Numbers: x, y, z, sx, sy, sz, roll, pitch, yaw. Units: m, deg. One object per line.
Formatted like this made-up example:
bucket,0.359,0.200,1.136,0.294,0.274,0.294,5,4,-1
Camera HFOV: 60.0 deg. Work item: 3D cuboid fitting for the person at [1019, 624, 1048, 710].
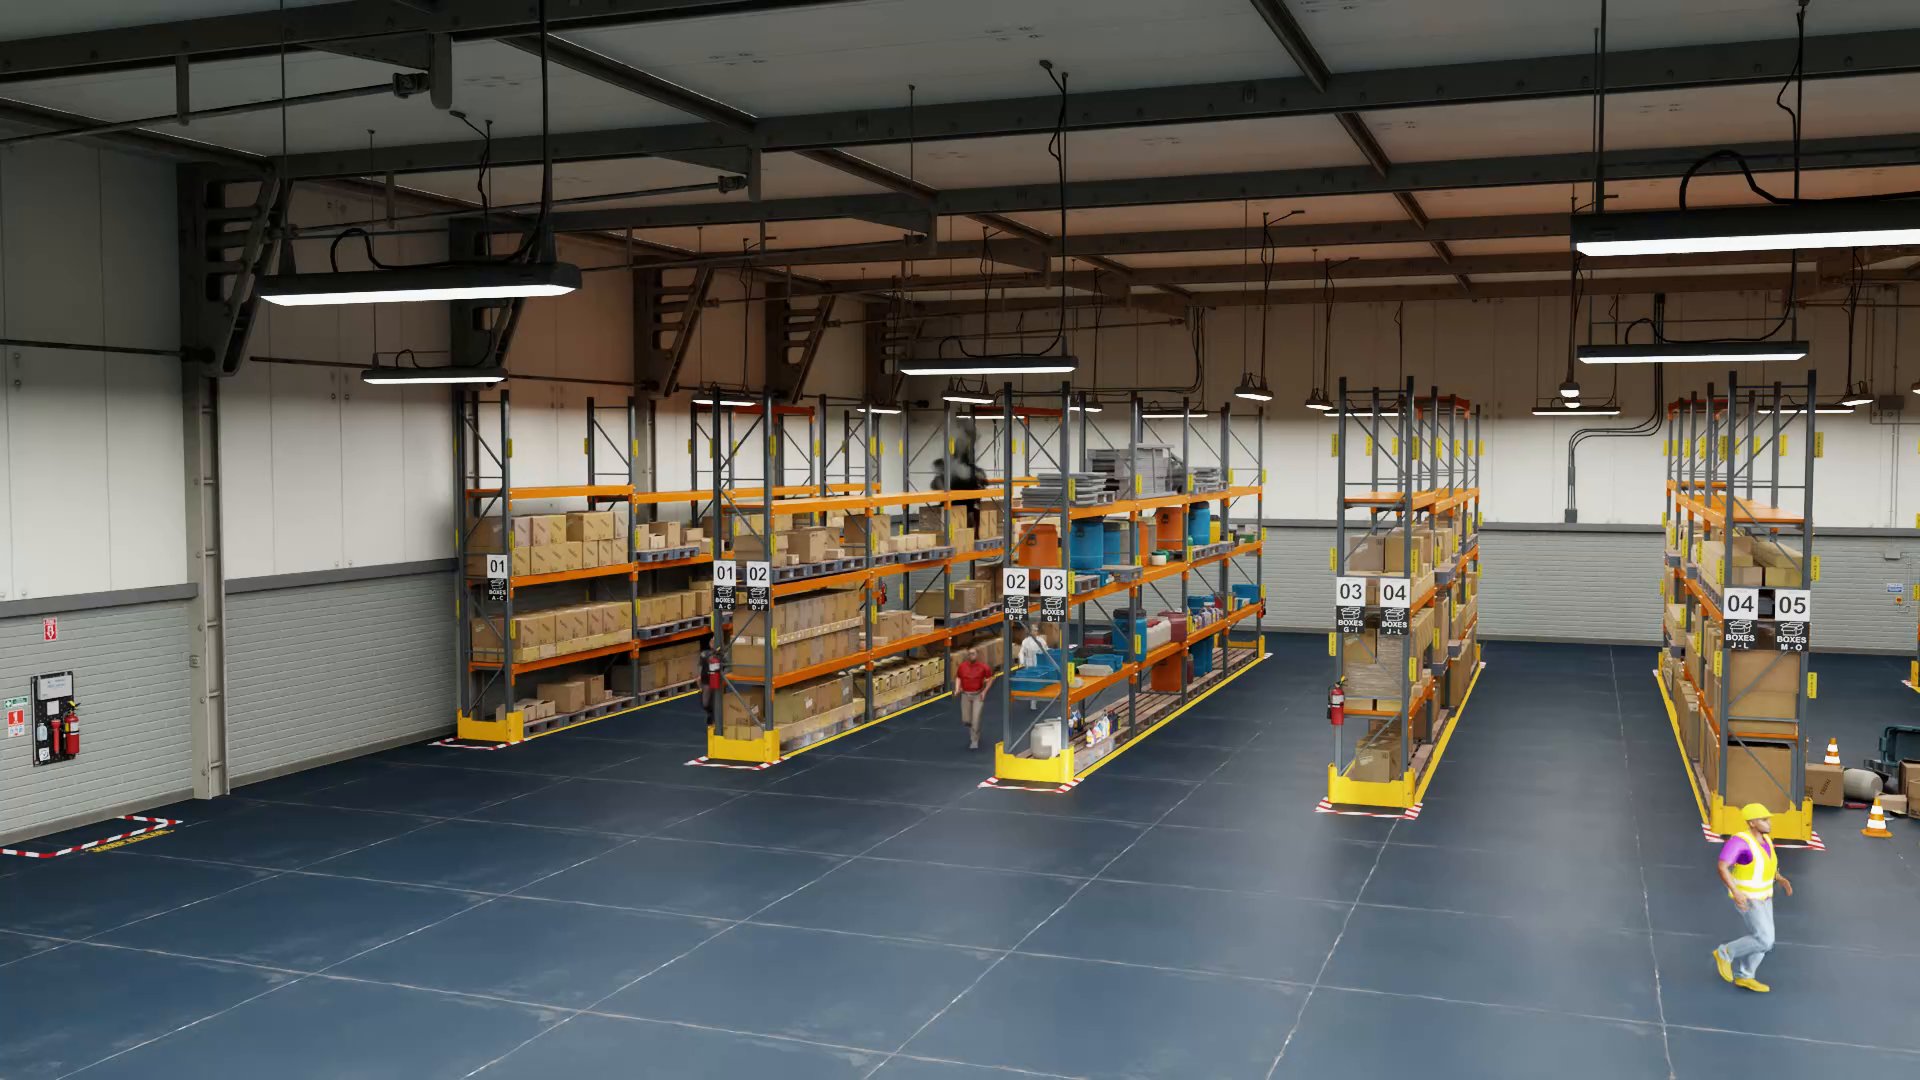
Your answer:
person,1.439,2.421,32.099,0.603,1.648,0.593,0,3,8

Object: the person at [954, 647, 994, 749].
person,0.252,2.632,27.981,0.652,1.679,0.651,1,3,15

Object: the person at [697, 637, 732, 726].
person,-4.354,2.551,29.294,0.652,1.676,0.569,0,3,5

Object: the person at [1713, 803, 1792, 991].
person,7.334,3.290,15.390,0.714,1.732,0.577,-3,4,-39
